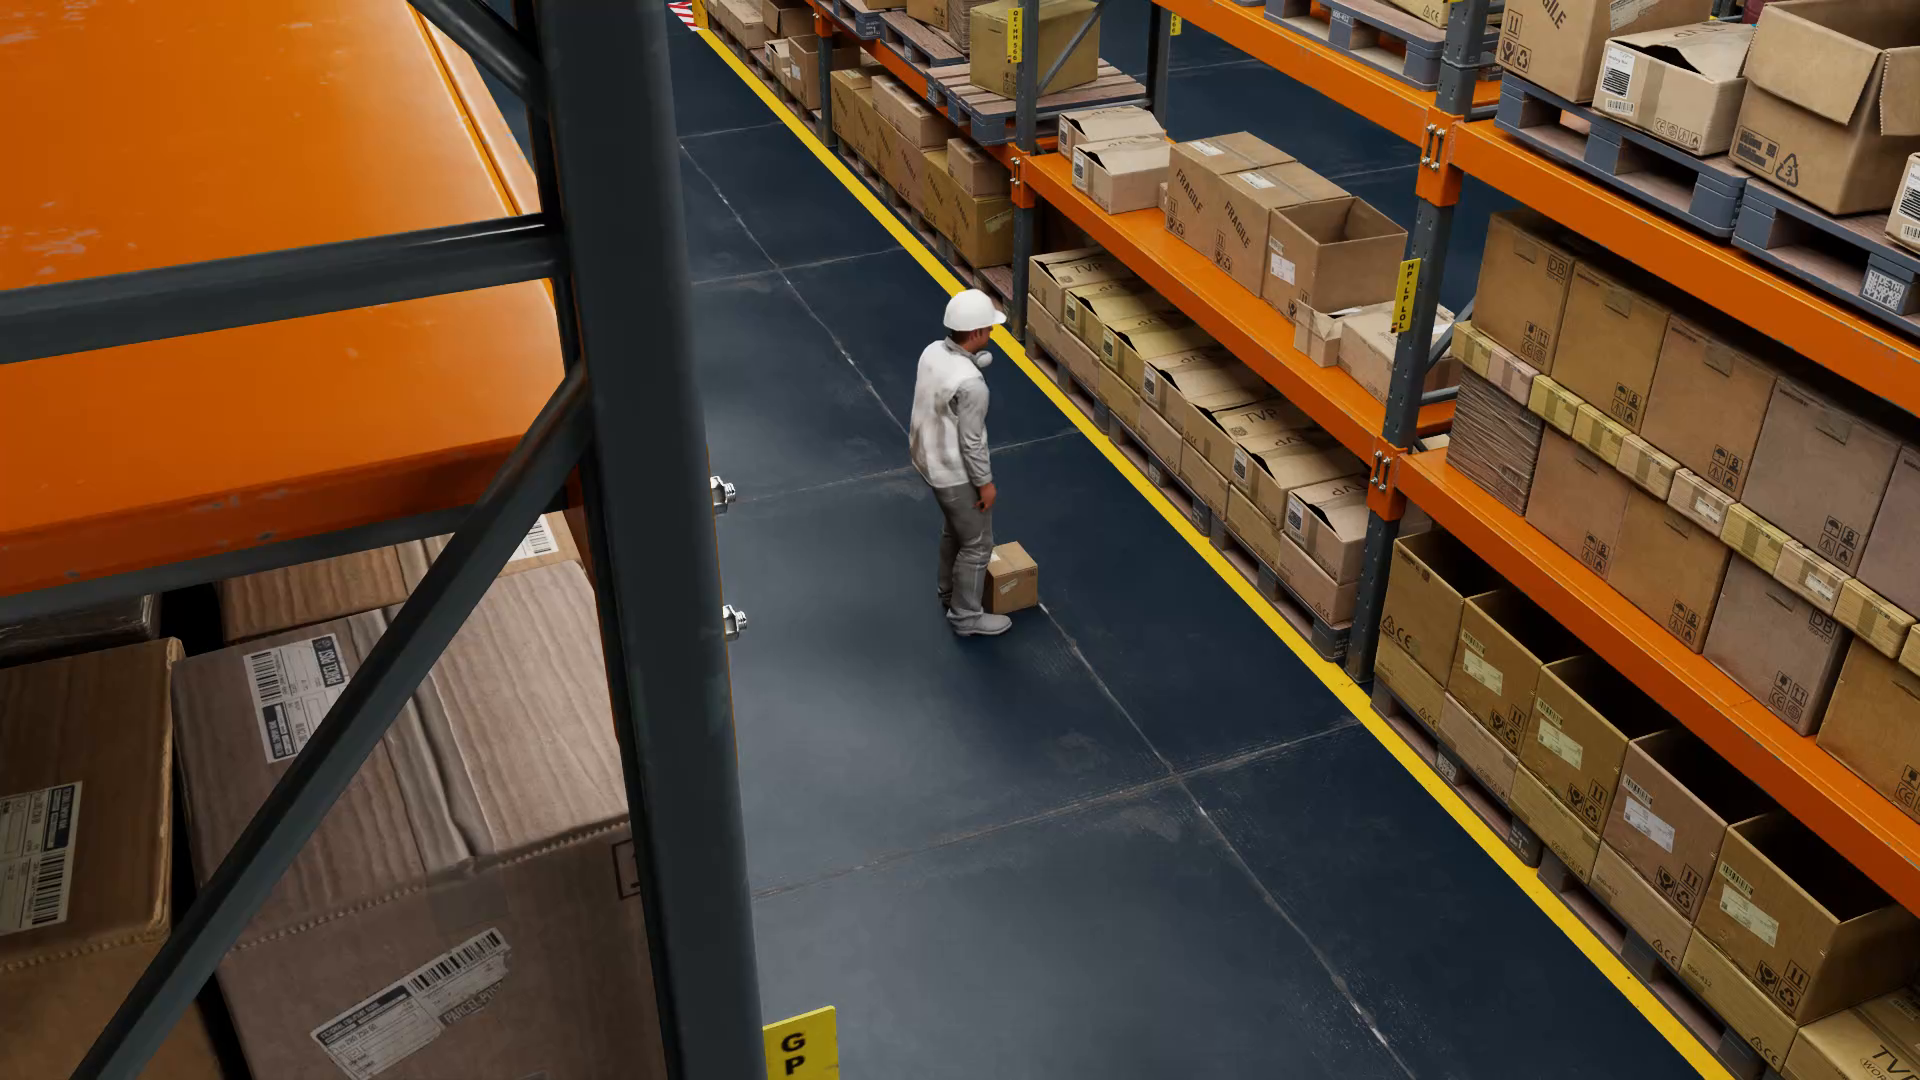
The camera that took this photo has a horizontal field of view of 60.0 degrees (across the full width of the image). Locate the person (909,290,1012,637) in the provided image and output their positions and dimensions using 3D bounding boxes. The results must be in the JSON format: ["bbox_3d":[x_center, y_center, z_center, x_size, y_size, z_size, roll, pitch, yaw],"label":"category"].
[{"bbox_3d":[0.000,-0.375,8.075,0.463,1.772,0.581,-13,35,-19],"label":"person"}]
